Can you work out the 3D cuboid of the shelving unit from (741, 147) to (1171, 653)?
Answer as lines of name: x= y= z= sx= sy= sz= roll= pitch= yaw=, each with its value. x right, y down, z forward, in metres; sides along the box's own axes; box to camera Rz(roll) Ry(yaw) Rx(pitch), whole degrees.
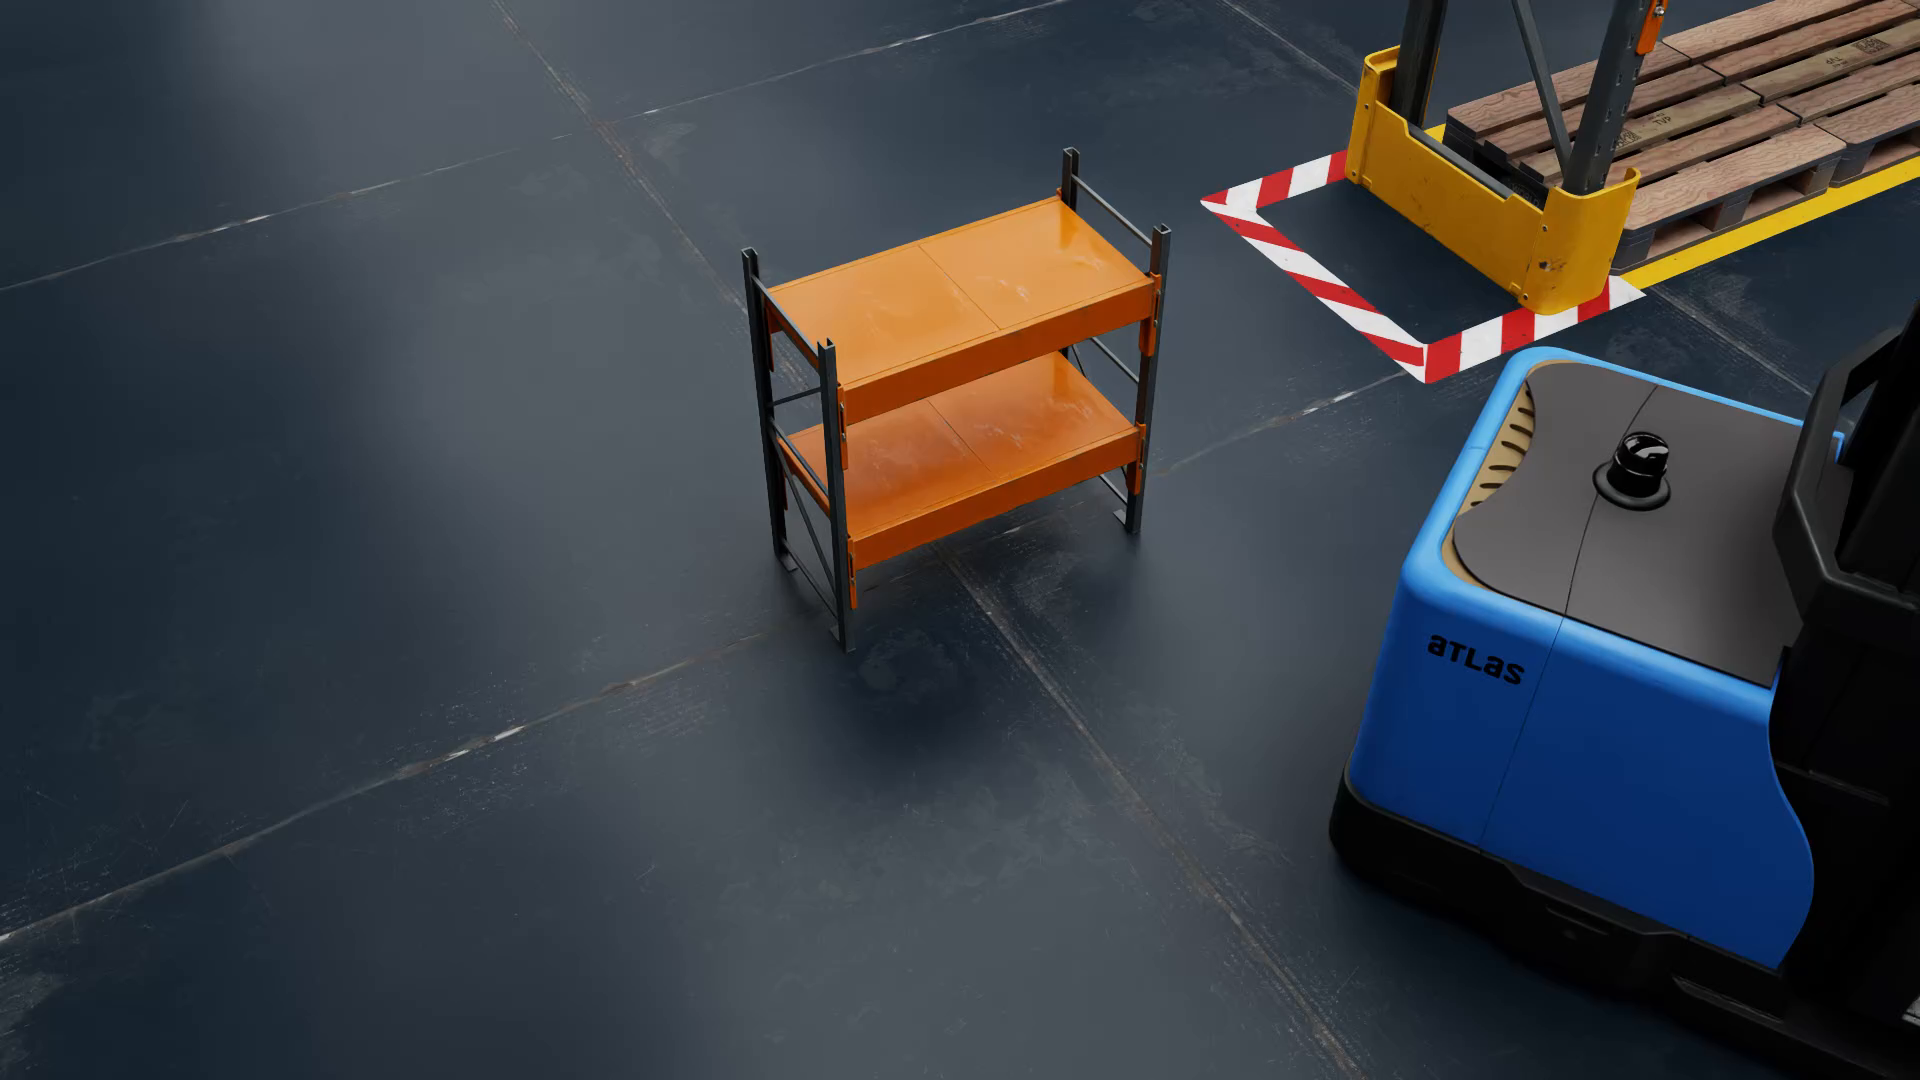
shelving unit: x=-0.006 y=-0.401 z=4.856 sx=1.048 sy=1.125 sz=0.538 roll=-22 pitch=48 yaw=-21

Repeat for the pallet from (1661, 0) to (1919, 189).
pallet: x=3.791 y=-1.994 z=7.153 sx=1.213 sy=0.211 sz=1.003 roll=-22 pitch=48 yaw=-21

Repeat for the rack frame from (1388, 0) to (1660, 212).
rack frame: x=2.000 y=-2.311 z=5.478 sx=0.127 sy=3.000 sz=1.000 roll=-22 pitch=48 yaw=-21

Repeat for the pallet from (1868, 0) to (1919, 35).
pallet: x=4.850 y=-2.420 z=7.592 sx=1.213 sy=0.211 sz=1.003 roll=-22 pitch=48 yaw=-21

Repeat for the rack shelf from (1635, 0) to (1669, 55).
rack shelf: x=3.734 y=-2.747 z=6.443 sx=4.000 sy=0.370 sz=1.077 roll=-22 pitch=48 yaw=-21

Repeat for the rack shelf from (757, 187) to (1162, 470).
rack shelf: x=-0.006 y=-0.611 z=4.652 sx=1.000 sy=0.278 sz=0.538 roll=-22 pitch=48 yaw=-21

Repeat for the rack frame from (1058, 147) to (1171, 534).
rack frame: x=0.435 y=-0.578 z=5.038 sx=0.032 sy=1.125 sz=0.500 roll=-22 pitch=48 yaw=-21

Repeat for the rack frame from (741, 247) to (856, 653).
rack frame: x=-0.447 y=-0.225 z=4.674 sx=0.032 sy=1.125 sz=0.500 roll=-22 pitch=48 yaw=-21

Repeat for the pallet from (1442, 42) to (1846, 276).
pallet: x=2.734 y=-1.573 z=6.720 sx=1.213 sy=0.211 sz=1.003 roll=-22 pitch=48 yaw=-21

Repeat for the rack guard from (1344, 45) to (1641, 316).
rack guard: x=1.985 y=-1.398 z=6.332 sx=0.348 sy=0.500 sz=1.175 roll=-22 pitch=48 yaw=-21

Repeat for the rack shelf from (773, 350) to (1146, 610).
rack shelf: x=-0.006 y=-0.226 z=5.026 sx=1.000 sy=0.278 sz=0.538 roll=-22 pitch=48 yaw=-21

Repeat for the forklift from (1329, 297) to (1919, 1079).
forklift: x=2.505 y=-0.004 z=3.150 sx=3.031 sy=2.935 sz=1.130 roll=21 pitch=48 yaw=20
